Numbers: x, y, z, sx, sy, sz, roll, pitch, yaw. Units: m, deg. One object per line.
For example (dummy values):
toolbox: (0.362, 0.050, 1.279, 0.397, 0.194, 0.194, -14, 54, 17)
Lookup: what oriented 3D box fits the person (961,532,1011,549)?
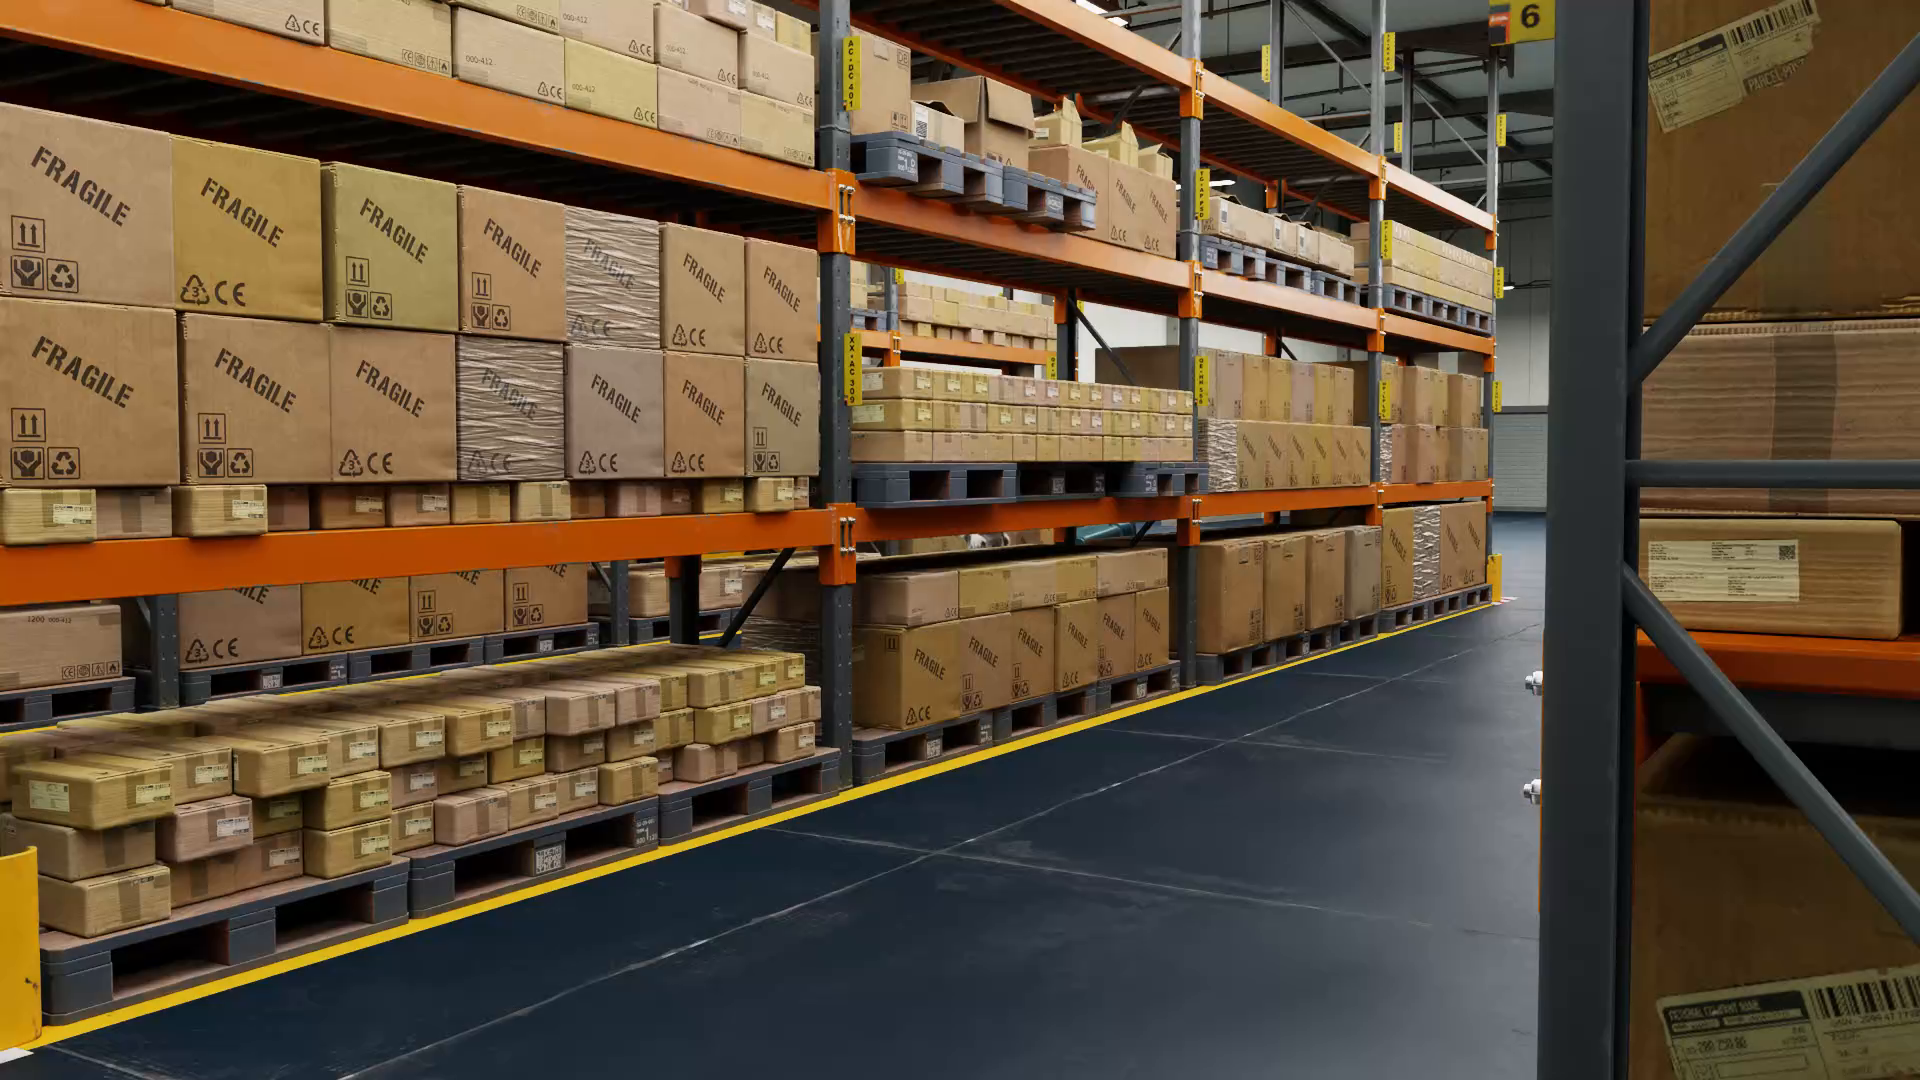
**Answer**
person: (0.232, -0.017, 13.519, 0.446, 1.780, 0.620, 1, 3, 28)
